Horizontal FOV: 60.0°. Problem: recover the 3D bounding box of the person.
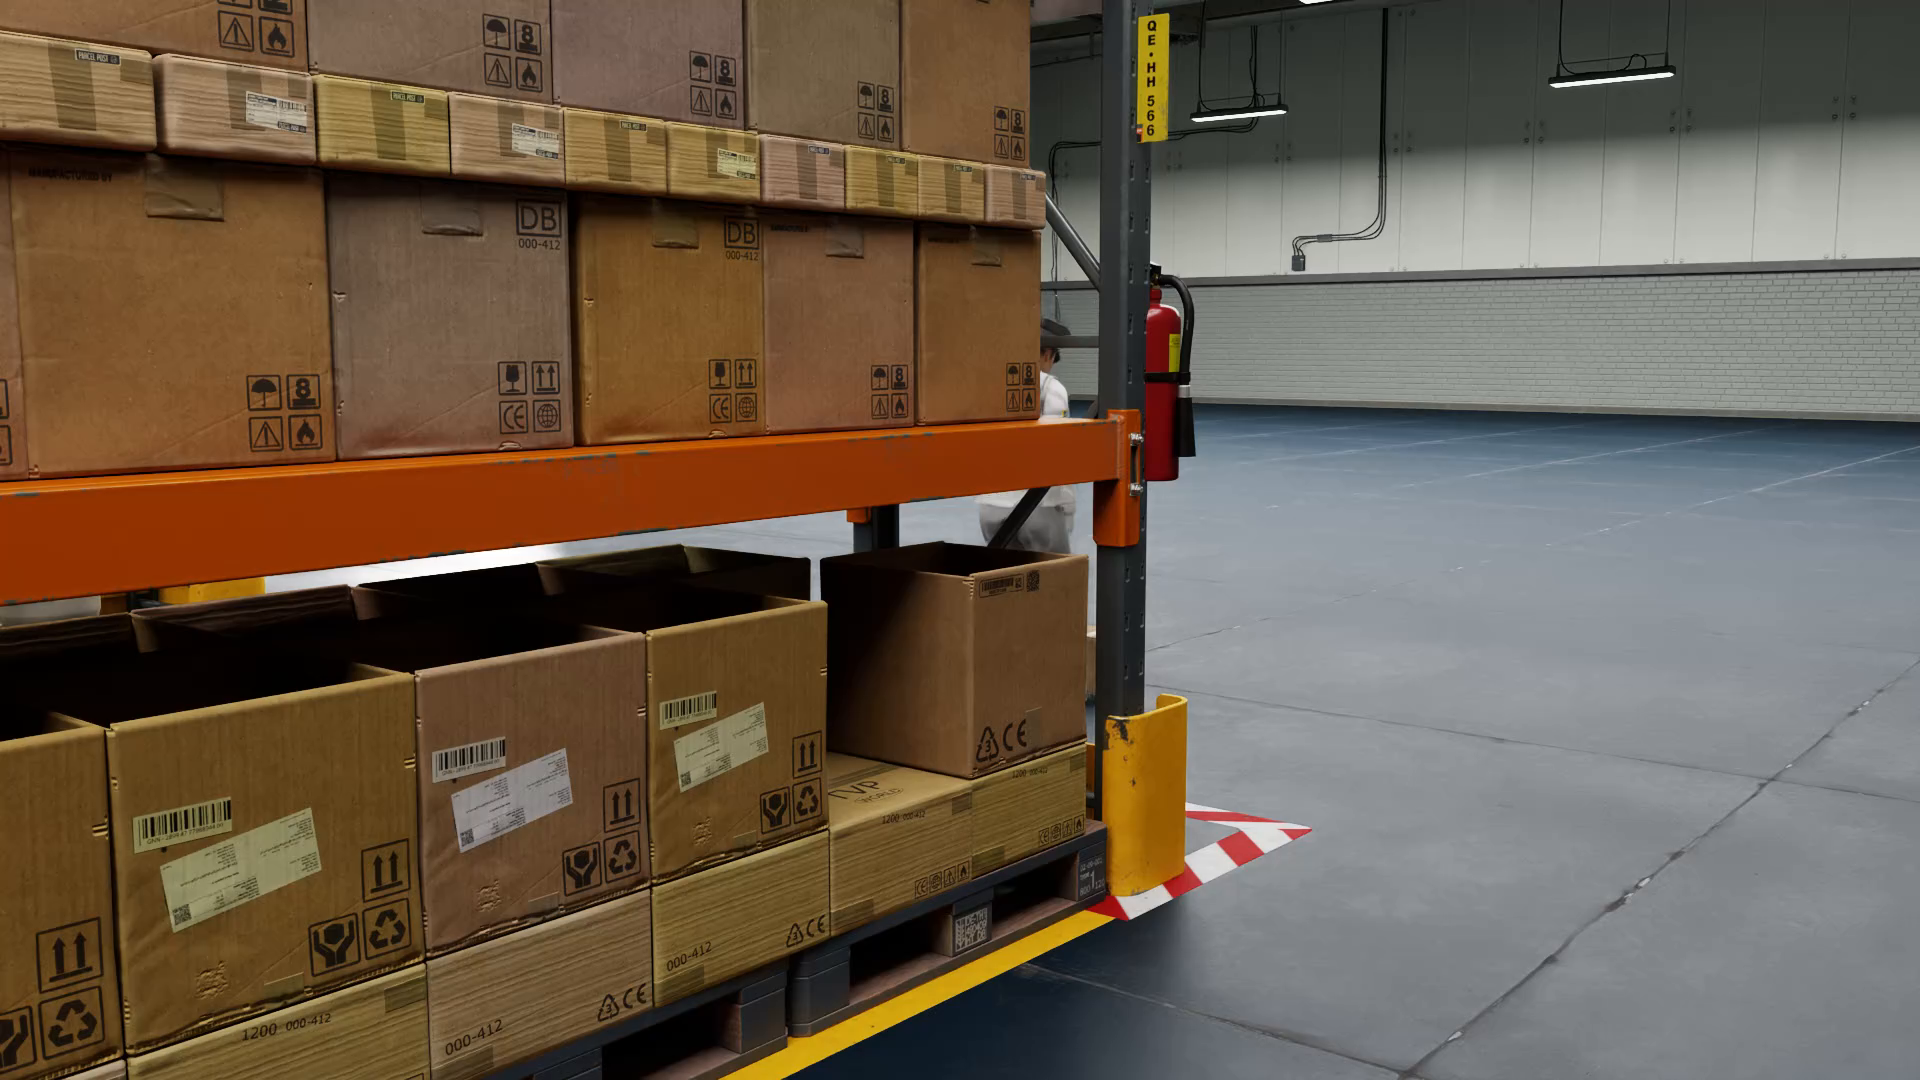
[{"bbox_3d":[0.270,-0.112,6.890,0.500,1.626,0.446,6,9,40],"label":"person"}]
